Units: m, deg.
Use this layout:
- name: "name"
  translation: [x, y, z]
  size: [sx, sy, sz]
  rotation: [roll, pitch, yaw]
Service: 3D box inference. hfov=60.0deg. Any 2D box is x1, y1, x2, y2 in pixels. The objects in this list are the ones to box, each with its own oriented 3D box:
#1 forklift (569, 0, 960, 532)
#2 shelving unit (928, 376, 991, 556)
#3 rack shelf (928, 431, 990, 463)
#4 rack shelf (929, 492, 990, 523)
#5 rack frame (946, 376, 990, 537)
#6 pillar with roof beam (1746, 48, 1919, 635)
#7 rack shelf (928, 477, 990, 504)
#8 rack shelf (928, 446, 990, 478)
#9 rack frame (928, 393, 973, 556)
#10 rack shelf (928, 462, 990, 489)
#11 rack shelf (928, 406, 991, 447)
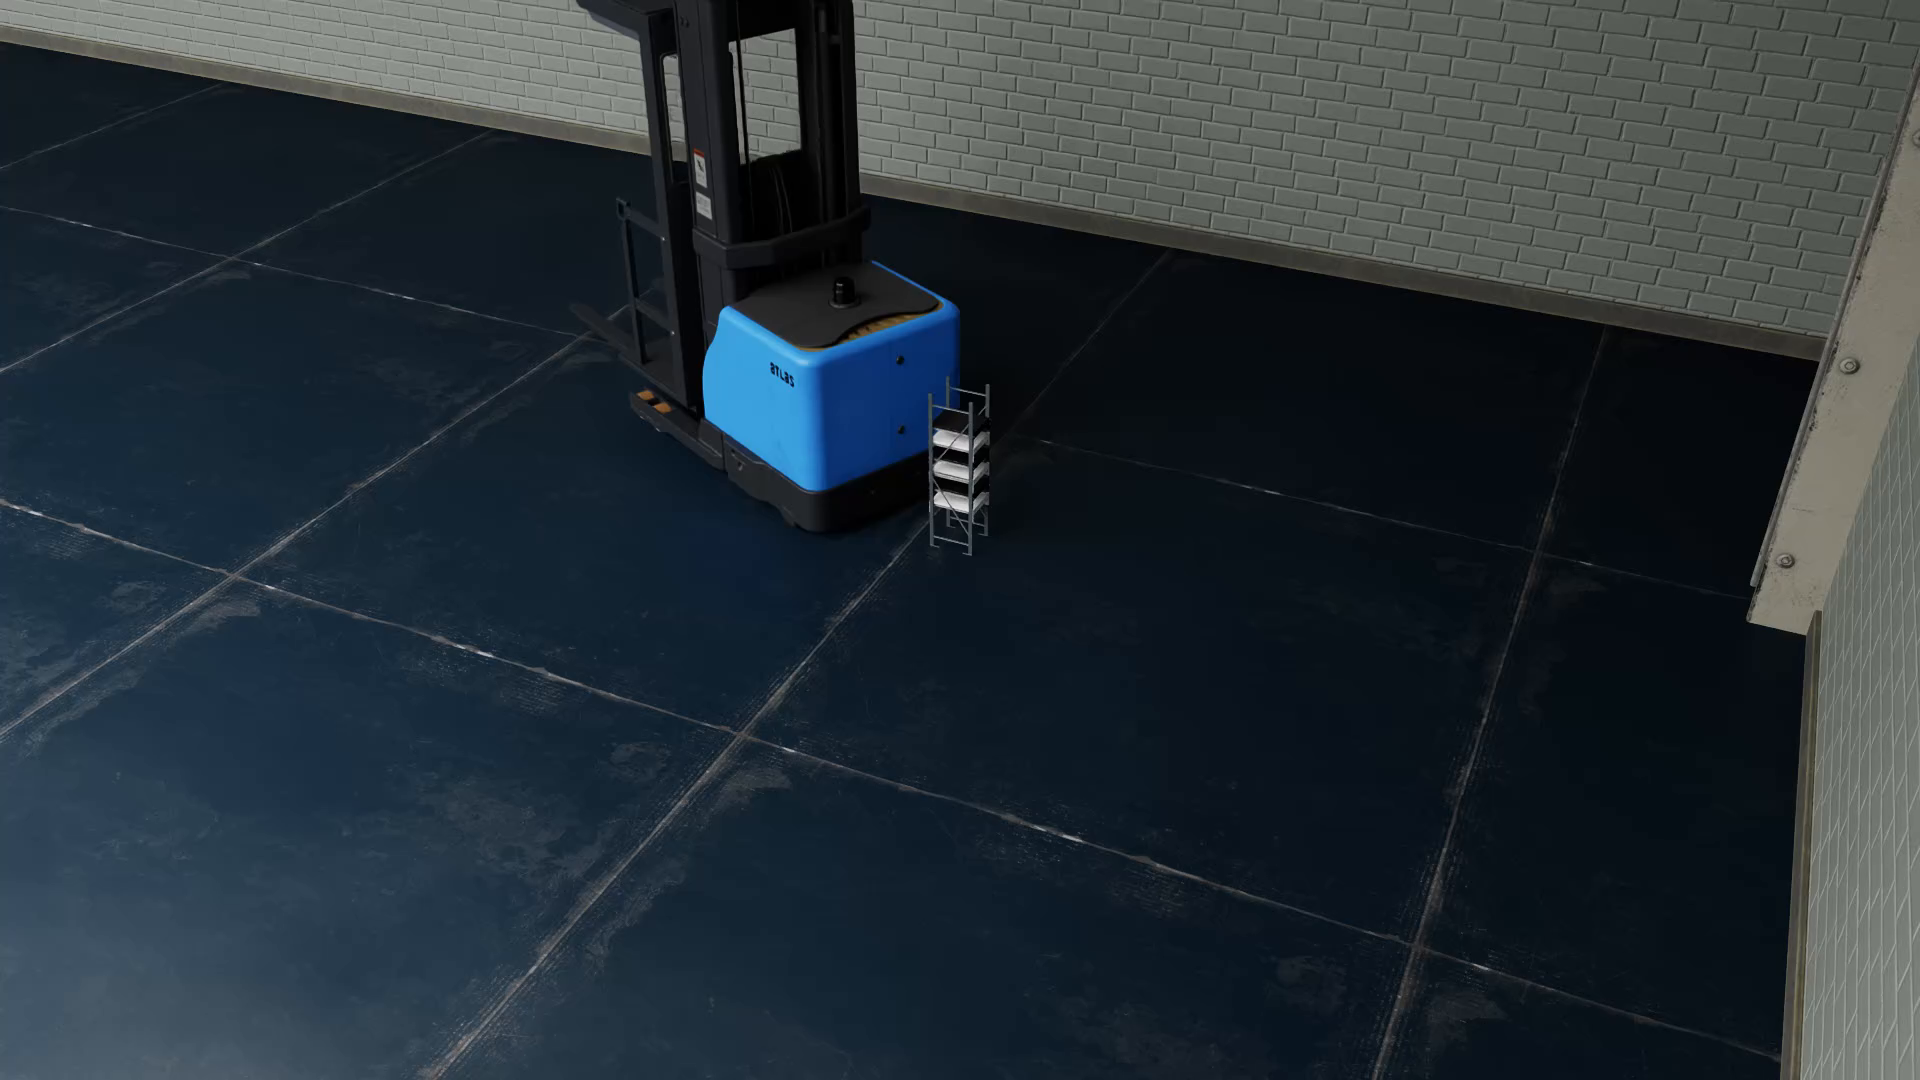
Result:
- name: "forklift"
  translation: [-1.297, -2.011, 9.143]
  size: [1.130, 2.935, 3.031]
  rotation: [-24, 40, -32]
- name: "shelving unit"
  translation: [-0.003, -0.372, 8.497]
  size: [0.258, 0.900, 0.210]
  rotation: [14, 36, 20]
- name: "rack shelf"
  translation: [-0.003, -0.495, 8.417]
  size: [0.258, 0.077, 0.200]
  rotation: [14, 36, 20]
- name: "rack shelf"
  translation: [-0.003, -0.194, 8.614]
  size: [0.258, 0.077, 0.200]
  rotation: [14, 36, 20]
- name: "rack frame"
  translation: [0.039, -0.423, 8.574]
  size: [0.240, 0.900, 0.006]
  rotation: [14, 36, 20]
- name: "pillar with roof beam"
  translation: [0.163, -4.415, 7.277]
  size: [9.100, 9.000, 0.400]
  rotation: [14, 36, 20]
- name: "rack shelf"
  translation: [-0.003, -0.269, 8.565]
  size: [0.258, 0.077, 0.200]
  rotation: [14, 36, 20]
- name: "rack shelf"
  translation: [-0.003, -0.420, 8.466]
  size: [0.258, 0.077, 0.200]
  rotation: [14, 36, 20]
- name: "rack frame"
  translation: [-0.046, -0.322, 8.420]
  size: [0.240, 0.900, 0.006]
  rotation: [14, 36, 20]
- name: "rack shelf"
  translation: [-0.003, -0.344, 8.515]
  size: [0.258, 0.077, 0.200]
  rotation: [14, 36, 20]
- name: "rack shelf"
  translation: [-0.003, -0.570, 8.367]
  size: [0.258, 0.077, 0.200]
  rotation: [14, 36, 20]
